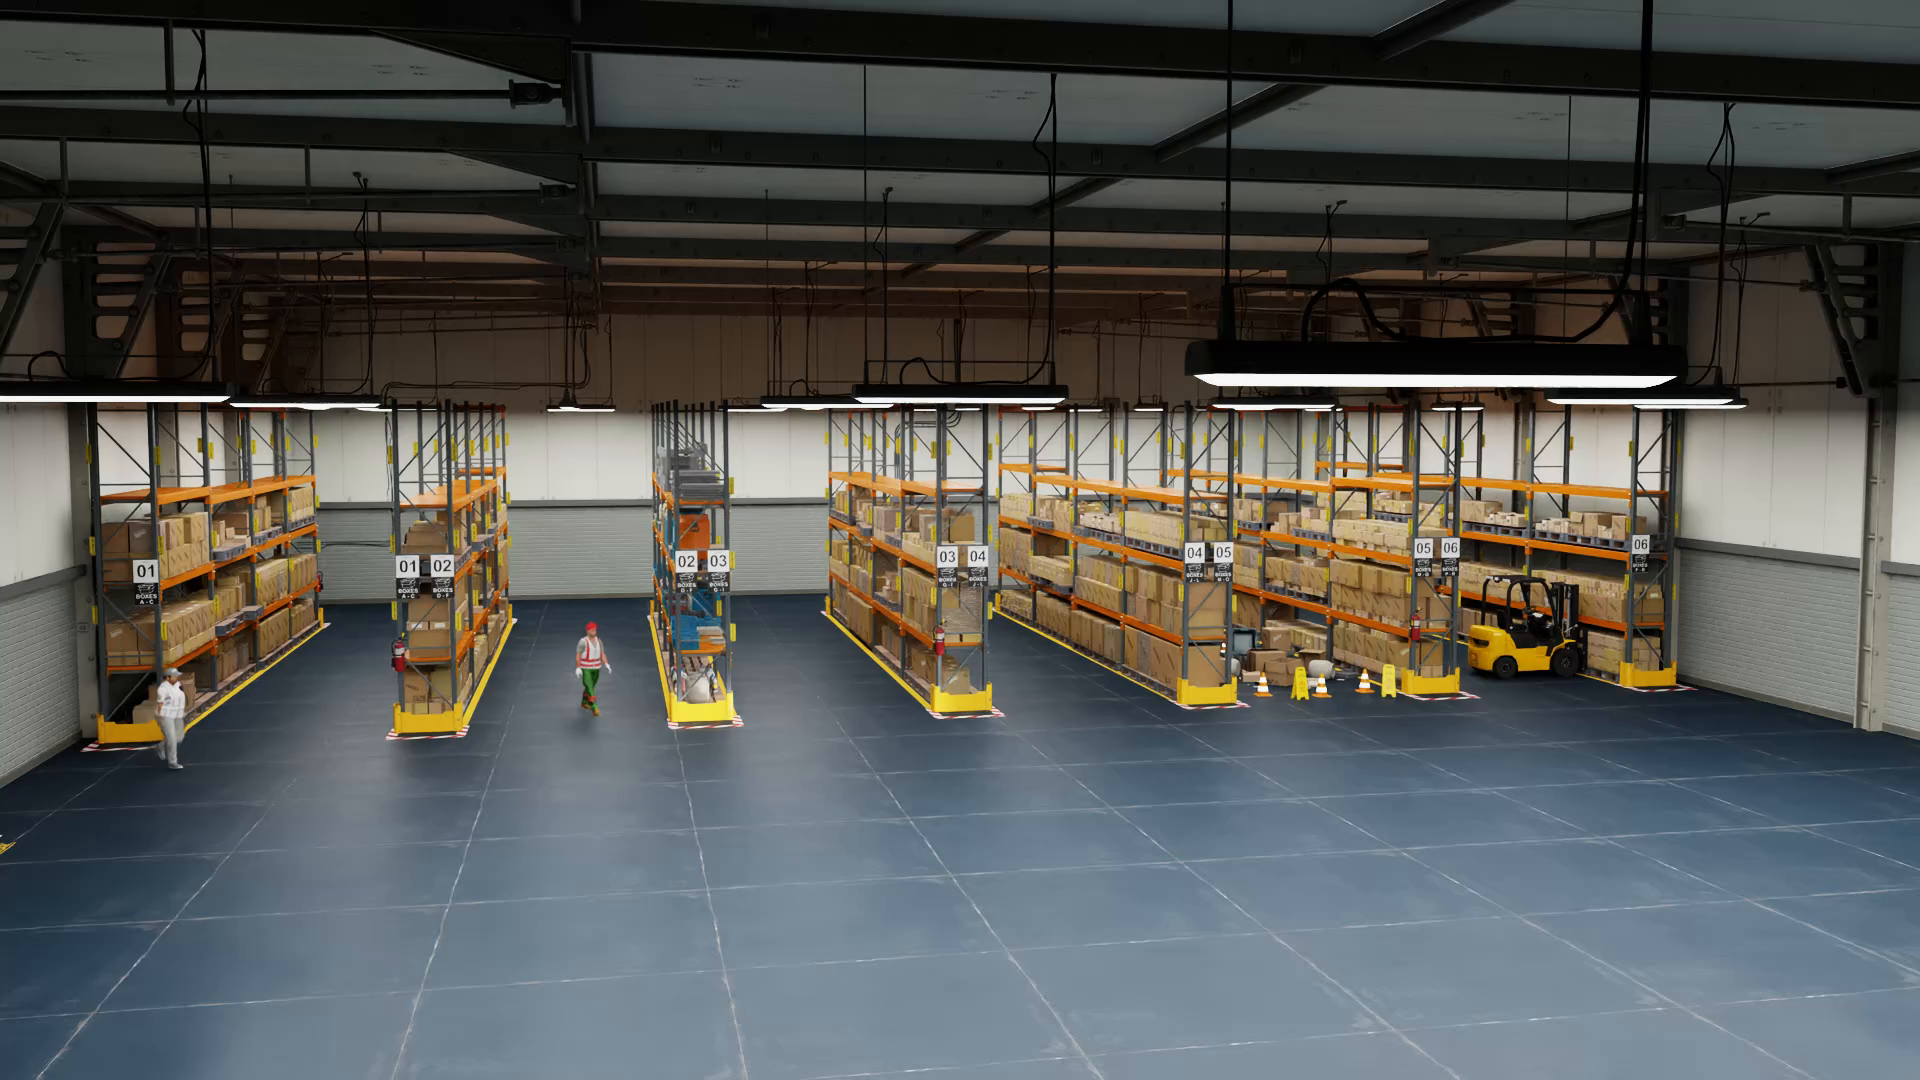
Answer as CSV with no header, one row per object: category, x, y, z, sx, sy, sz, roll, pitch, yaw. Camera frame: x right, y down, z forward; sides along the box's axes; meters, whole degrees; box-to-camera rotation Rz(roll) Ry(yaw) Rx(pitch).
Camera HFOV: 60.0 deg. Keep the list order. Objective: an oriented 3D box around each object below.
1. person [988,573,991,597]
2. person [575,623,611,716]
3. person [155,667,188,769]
person,0.523,1.416,45.362,0.637,1.718,1.103,-1,4,-11
person,-7.020,2.434,31.750,0.632,1.720,1.093,-3,6,-39
person,-12.854,2.863,26.989,0.786,1.625,0.482,2,5,25
